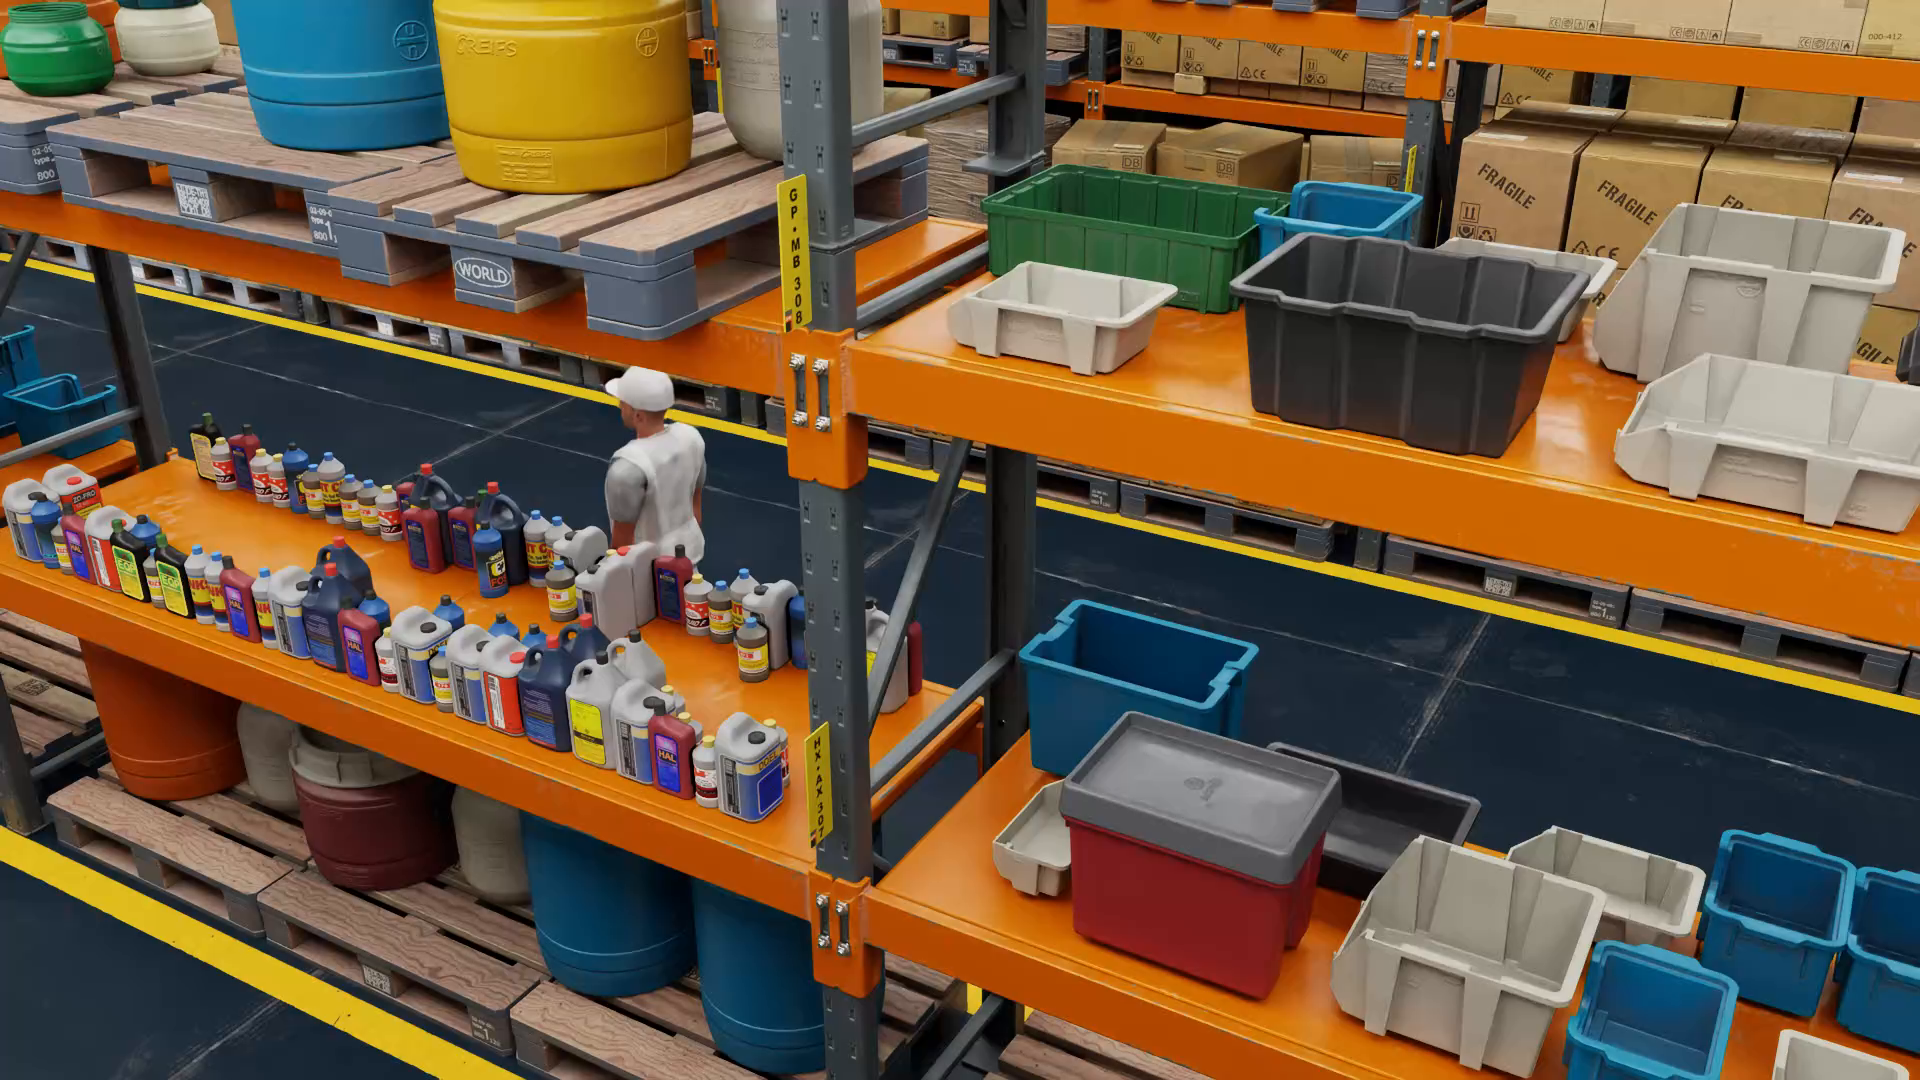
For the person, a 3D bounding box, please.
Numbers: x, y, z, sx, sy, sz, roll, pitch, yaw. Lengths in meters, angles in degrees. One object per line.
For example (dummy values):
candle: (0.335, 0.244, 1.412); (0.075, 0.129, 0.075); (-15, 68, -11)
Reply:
person: (-1.245, 0.121, 6.838); (0.331, 1.790, 0.523); (15, 30, 28)
